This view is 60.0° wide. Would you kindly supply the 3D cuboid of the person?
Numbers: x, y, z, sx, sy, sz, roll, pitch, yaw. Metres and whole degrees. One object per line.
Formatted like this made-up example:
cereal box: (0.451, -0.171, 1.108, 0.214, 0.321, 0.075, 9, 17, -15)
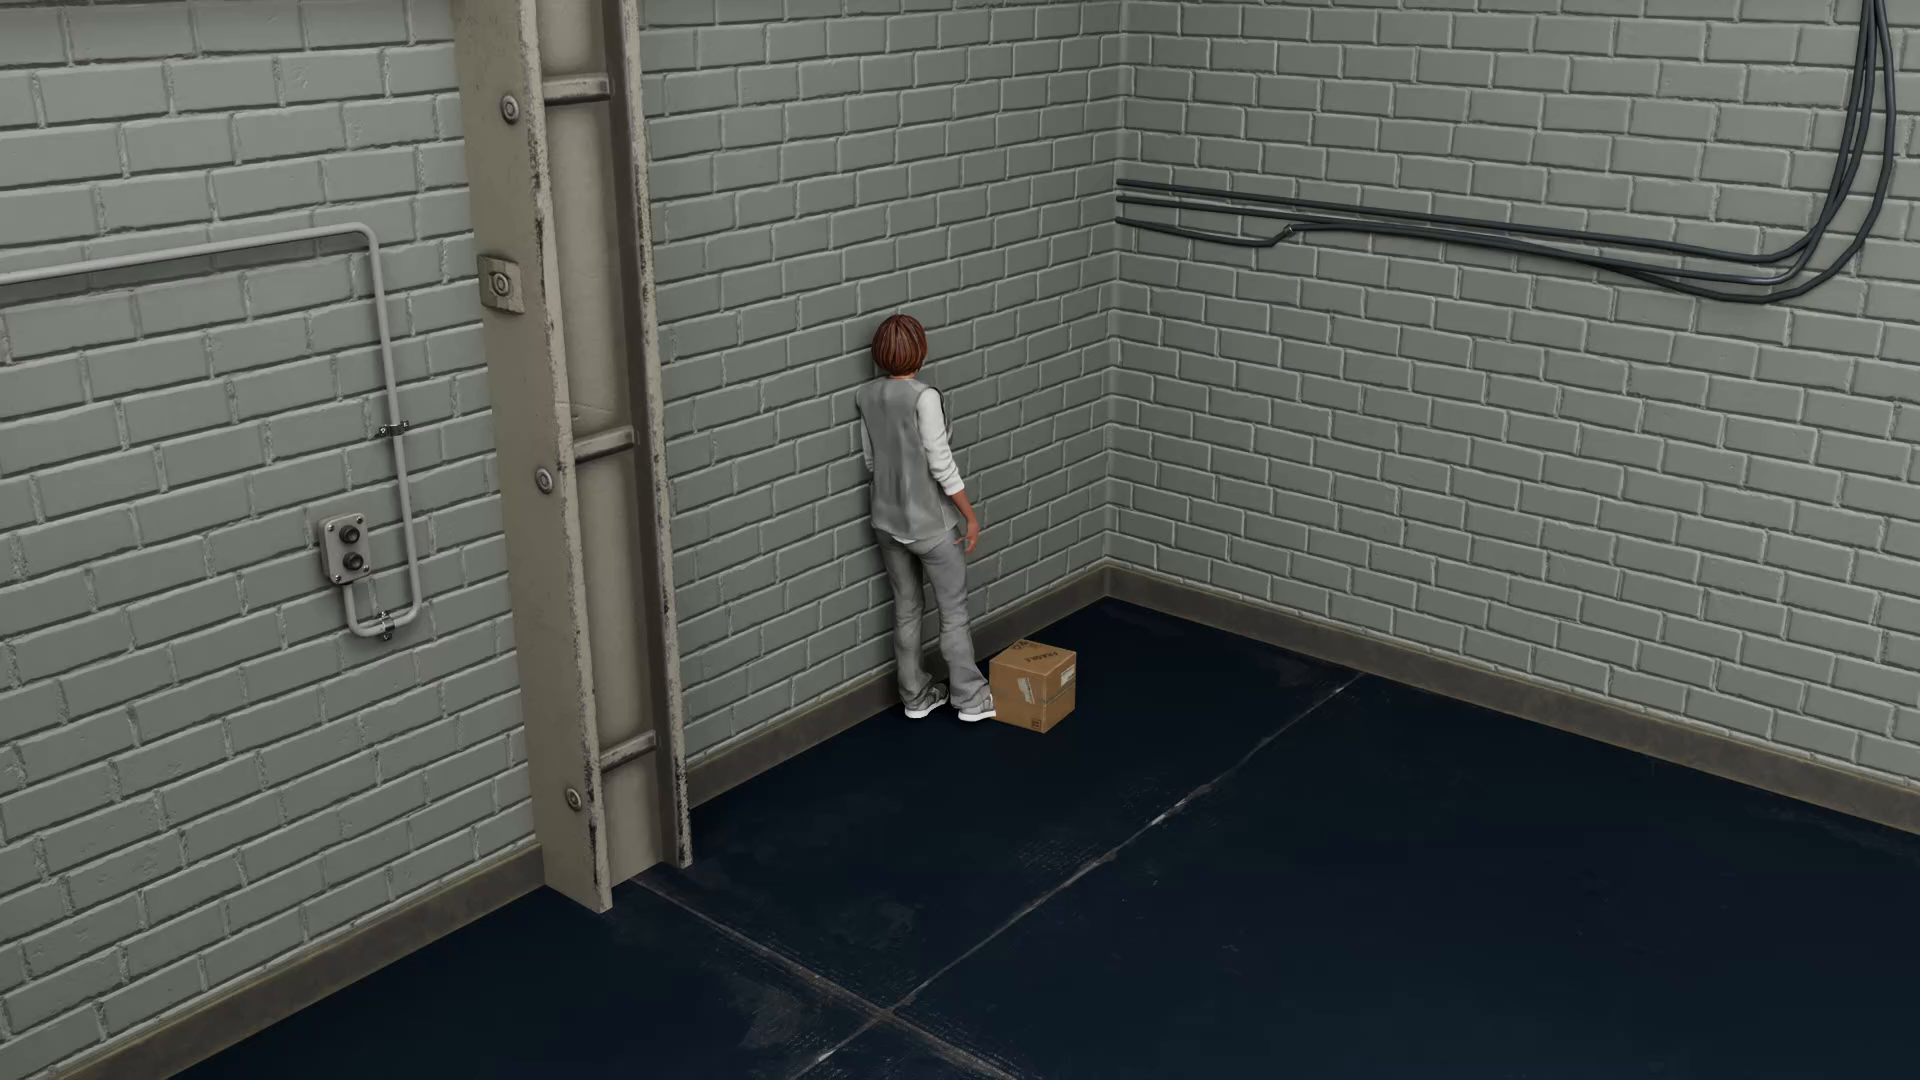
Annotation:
person: (-0.107, -0.079, 6.275, 0.521, 1.600, 0.472, 16, 26, 36)
